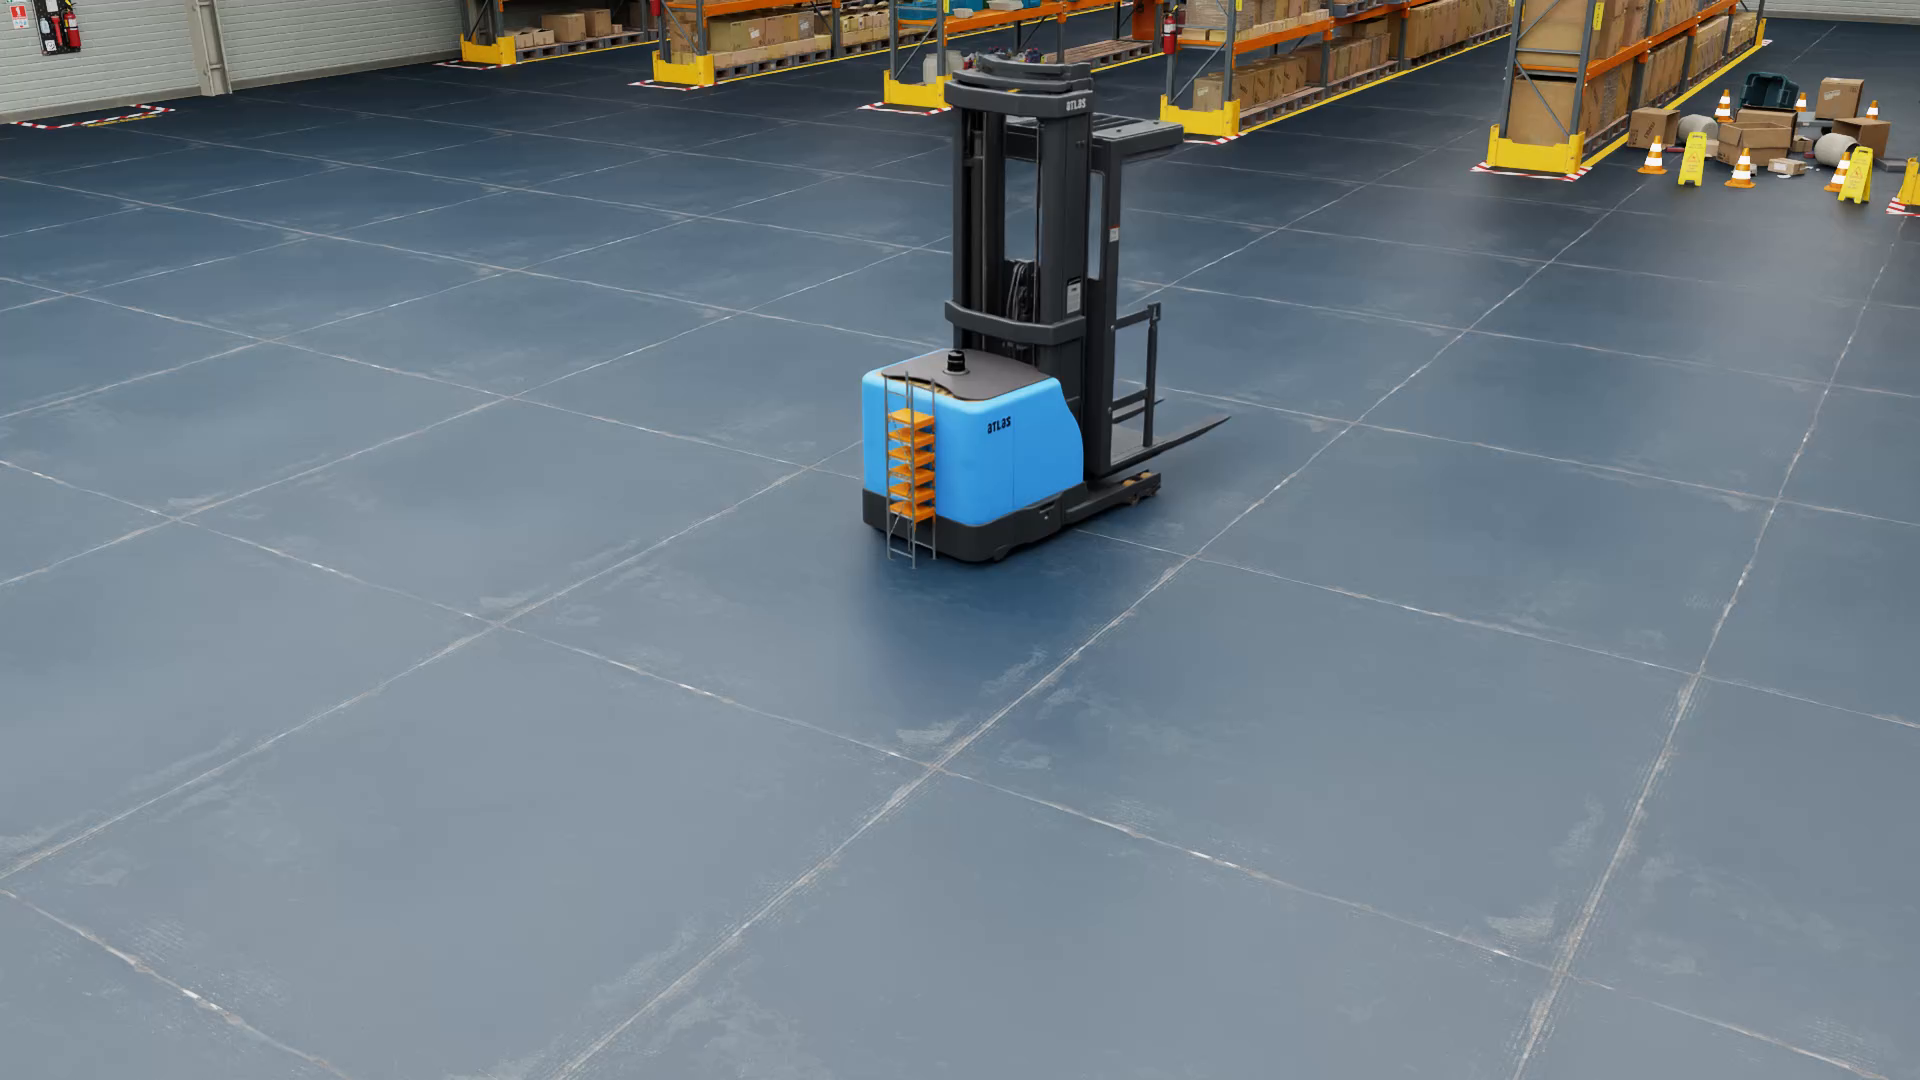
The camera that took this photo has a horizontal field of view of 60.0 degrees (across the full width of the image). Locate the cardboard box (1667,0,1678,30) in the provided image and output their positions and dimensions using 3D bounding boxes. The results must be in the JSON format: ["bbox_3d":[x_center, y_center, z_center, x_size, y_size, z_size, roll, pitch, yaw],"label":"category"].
[{"bbox_3d":[10.831,-8.232,25.863,0.500,0.500,0.500,14,27,29],"label":"cardboard box"}]

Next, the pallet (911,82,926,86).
[{"bbox_3d":[-0.252,-7.516,27.846,1.003,0.211,1.213,14,27,29],"label":"pallet"}]

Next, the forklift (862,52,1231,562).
[{"bbox_3d":[0.734,-1.709,11.008,1.130,2.935,3.031,20,31,39],"label":"forklift"}]

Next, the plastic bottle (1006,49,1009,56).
[{"bbox_3d":[0.828,-8.640,29.798,0.061,0.283,0.133,14,27,29],"label":"plastic bottle"}]

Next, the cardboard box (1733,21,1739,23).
[{"bbox_3d":[15.054,-10.103,32.624,0.380,0.149,0.250,13,26,27],"label":"cardboard box"}]

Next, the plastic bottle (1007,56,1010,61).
[{"bbox_3d":[0.879,-8.309,29.034,0.061,0.283,0.133,14,27,29],"label":"plastic bottle"}]

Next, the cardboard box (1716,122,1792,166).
[{"bbox_3d":[10.718,-5.350,22.476,0.797,0.503,0.637,-3,24,-7],"label":"cardboard box"}]

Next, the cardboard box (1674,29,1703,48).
[{"bbox_3d":[12.473,-8.648,28.624,0.500,0.250,0.500,13,26,27],"label":"cardboard box"}]

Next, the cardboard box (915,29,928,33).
[{"bbox_3d":[-1.010,-10.754,34.748,0.500,0.250,0.500,14,27,28],"label":"cardboard box"}]

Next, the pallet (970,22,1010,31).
[{"bbox_3d":[0.399,-11.601,37.283,1.003,0.211,1.213,14,27,29],"label":"pallet"}]

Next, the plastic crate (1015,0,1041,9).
[{"bbox_3d":[1.072,-9.339,28.733,0.499,0.251,0.616,14,27,29],"label":"plastic crate"}]

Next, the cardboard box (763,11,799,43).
[{"bbox_3d":[-3.374,-9.613,31.170,0.500,0.500,0.500,14,27,29],"label":"cardboard box"}]

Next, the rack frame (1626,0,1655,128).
[{"bbox_3d":[9.793,-7.726,24.821,1.000,3.000,0.127,14,27,29],"label":"rack frame"}]

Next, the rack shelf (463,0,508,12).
[{"bbox_3d":[-8.046,-10.908,33.078,1.077,0.370,4.000,14,27,29],"label":"rack shelf"}]

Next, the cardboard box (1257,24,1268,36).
[{"bbox_3d":[4.421,-7.713,25.108,0.380,0.149,0.250,14,27,29],"label":"cardboard box"}]

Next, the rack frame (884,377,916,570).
[{"bbox_3d":[-0.366,-0.395,10.153,0.240,1.200,0.006,20,31,39],"label":"rack frame"}]

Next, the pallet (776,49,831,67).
[{"bbox_3d":[-3.236,-9.337,32.053,1.003,0.211,1.213,14,27,29],"label":"pallet"}]

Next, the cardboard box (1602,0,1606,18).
[{"bbox_3d":[8.124,-7.262,22.202,0.875,0.550,0.550,14,27,29],"label":"cardboard box"}]

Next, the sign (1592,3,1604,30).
[{"bbox_3d":[8.152,-6.691,21.241,0.100,0.325,0.005,14,27,29],"label":"sign"}]

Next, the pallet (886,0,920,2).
[{"bbox_3d":[-1.661,-13.987,42.795,1.003,0.211,1.213,14,27,29],"label":"pallet"}]

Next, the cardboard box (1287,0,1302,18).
[{"bbox_3d":[4.871,-8.492,26.089,0.875,0.500,0.500,14,27,29],"label":"cardboard box"}]

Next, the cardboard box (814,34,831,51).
[{"bbox_3d":[-2.840,-9.605,32.094,0.500,0.250,0.500,14,27,29],"label":"cardboard box"}]

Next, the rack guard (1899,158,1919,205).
[{"bbox_3d":[11.982,-4.251,19.941,1.175,0.500,0.348,14,27,29],"label":"rack guard"}]

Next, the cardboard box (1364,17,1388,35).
[{"bbox_3d":[7.415,-9.316,30.142,0.500,0.250,0.500,15,28,31],"label":"cardboard box"}]

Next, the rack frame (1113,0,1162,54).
[{"bbox_3d":[3.535,-11.187,32.817,1.000,3.000,0.127,14,27,29],"label":"rack frame"}]

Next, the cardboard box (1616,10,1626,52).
[{"bbox_3d":[8.759,-7.120,23.232,0.875,0.550,0.500,14,27,29],"label":"cardboard box"}]

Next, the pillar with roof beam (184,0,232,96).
[{"bbox_3d":[-8.975,-10.807,24.386,9.100,9.000,0.400,14,27,29],"label":"pillar with roof beam"}]

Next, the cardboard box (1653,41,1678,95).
[{"bbox_3d":[11.047,-7.754,27.188,1.050,0.750,0.750,14,27,30],"label":"cardboard box"}]

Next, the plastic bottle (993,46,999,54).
[{"bbox_3d":[0.647,-8.638,29.709,0.144,0.351,0.185,15,27,30],"label":"plastic bottle"}]

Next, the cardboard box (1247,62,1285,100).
[{"bbox_3d":[4.832,-7.297,26.449,0.500,0.500,0.500,11,26,24],"label":"cardboard box"}]

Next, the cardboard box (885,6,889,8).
[{"bbox_3d":[-1.275,-10.840,34.241,0.500,0.311,0.500,14,27,29],"label":"cardboard box"}]

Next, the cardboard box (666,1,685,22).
[{"bbox_3d":[-6.387,-11.405,35.912,0.700,0.500,0.500,13,27,28],"label":"cardboard box"}]

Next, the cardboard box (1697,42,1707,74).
[{"bbox_3d":[12.755,-8.477,29.174,0.500,0.500,0.500,14,27,30],"label":"cardboard box"}]

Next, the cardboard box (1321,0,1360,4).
[{"bbox_3d":[6.171,-9.506,27.650,1.000,1.000,1.000,14,27,29],"label":"cardboard box"}]

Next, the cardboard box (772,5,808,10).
[{"bbox_3d":[-3.292,-10.061,32.203,0.500,0.500,0.500,14,27,29],"label":"cardboard box"}]

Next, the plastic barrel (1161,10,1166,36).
[{"bbox_3d":[4.001,-10.616,34.101,0.421,0.512,0.421,0,23,0],"label":"plastic barrel"}]

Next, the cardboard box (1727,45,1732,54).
[{"bbox_3d":[14.478,-9.366,31.669,0.380,0.149,0.250,13,26,27],"label":"cardboard box"}]

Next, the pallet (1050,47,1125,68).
[{"bbox_3d":[2.449,-9.244,31.838,1.003,0.211,1.213,14,27,29],"label":"pallet"}]

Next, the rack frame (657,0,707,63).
[{"bbox_3d":[-4.891,-9.527,28.980,1.000,3.000,0.127,14,27,29],"label":"rack frame"}]

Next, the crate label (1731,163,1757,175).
[{"bbox_3d":[10.313,-4.871,21.828,0.250,0.136,0.298,1,23,2],"label":"crate label"}]

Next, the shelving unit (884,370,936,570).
[{"bbox_3d":[-0.304,-0.422,10.215,0.258,1.200,0.189,20,31,39],"label":"shelving unit"}]

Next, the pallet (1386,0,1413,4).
[{"bbox_3d":[7.457,-9.799,29.850,1.213,0.211,1.003,14,27,29],"label":"pallet"}]

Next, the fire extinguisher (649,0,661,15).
[{"bbox_3d":[-5.348,-9.548,29.128,0.296,0.674,0.183,14,27,29],"label":"fire extinguisher"}]

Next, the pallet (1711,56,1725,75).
[{"bbox_3d":[13.604,-8.883,31.004,1.003,0.211,1.213,14,27,29],"label":"pallet"}]

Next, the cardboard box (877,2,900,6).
[{"bbox_3d":[-1.467,-11.121,34.889,0.500,0.311,0.500,13,27,28],"label":"cardboard box"}]

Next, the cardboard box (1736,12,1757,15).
[{"bbox_3d":[16.059,-10.702,34.006,0.380,0.149,0.250,14,27,30],"label":"cardboard box"}]

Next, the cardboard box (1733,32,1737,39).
[{"bbox_3d":[14.941,-9.875,32.470,0.380,0.149,0.250,15,28,31],"label":"cardboard box"}]

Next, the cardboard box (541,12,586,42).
[{"bbox_3d":[-7.930,-10.262,33.273,0.700,0.500,0.500,12,26,26],"label":"cardboard box"}]

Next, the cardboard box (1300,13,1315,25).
[{"bbox_3d":[5.409,-8.288,26.435,0.380,0.149,0.250,14,27,29],"label":"cardboard box"}]

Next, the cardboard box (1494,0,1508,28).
[{"bbox_3d":[11.213,-11.527,35.748,0.875,0.875,0.875,14,27,29],"label":"cardboard box"}]

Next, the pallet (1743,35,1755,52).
[{"bbox_3d":[15.625,-10.204,34.055,1.003,0.211,1.213,14,27,29],"label":"pallet"}]

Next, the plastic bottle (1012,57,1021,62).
[{"bbox_3d":[0.970,-8.284,28.984,0.152,0.276,0.135,14,27,30],"label":"plastic bottle"}]

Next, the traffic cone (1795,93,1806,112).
[{"bbox_3d":[12.820,-6.578,25.362,0.336,0.463,0.334,14,27,29],"label":"traffic cone"}]

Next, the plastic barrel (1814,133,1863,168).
[{"bbox_3d":[11.745,-5.205,22.240,0.421,0.421,0.512,-7,24,-17],"label":"plastic barrel"}]

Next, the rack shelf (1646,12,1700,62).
[{"bbox_3d":[10.848,-8.071,26.523,1.077,0.370,4.000,14,27,29],"label":"rack shelf"}]
